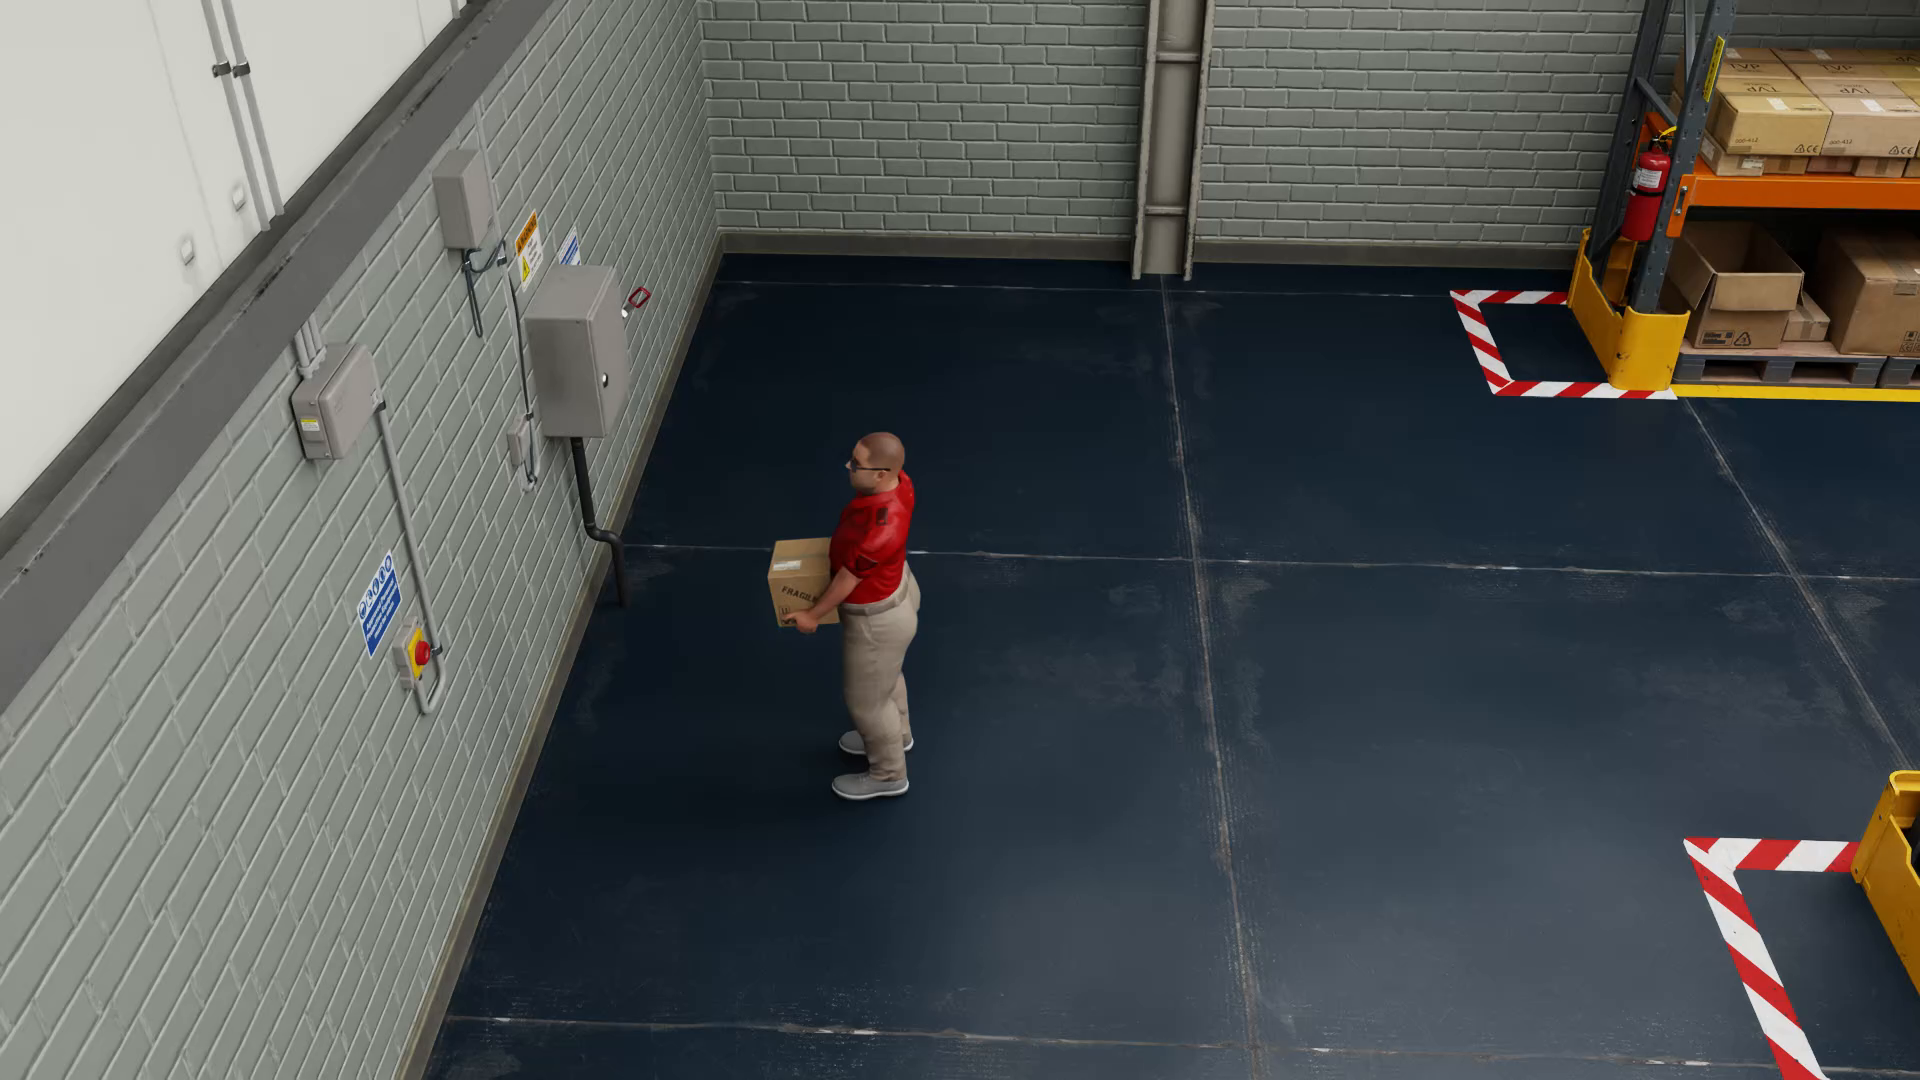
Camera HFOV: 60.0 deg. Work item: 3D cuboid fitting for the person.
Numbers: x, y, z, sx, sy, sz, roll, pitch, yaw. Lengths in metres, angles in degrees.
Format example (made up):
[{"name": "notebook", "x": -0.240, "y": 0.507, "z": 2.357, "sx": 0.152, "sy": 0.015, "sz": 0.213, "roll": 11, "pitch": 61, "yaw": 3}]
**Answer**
[{"name": "person", "x": -0.436, "y": 0.301, "z": 6.719, "sx": 0.540, "sy": 1.722, "sz": 0.490, "roll": 2, "pitch": 35, "yaw": 2}]
